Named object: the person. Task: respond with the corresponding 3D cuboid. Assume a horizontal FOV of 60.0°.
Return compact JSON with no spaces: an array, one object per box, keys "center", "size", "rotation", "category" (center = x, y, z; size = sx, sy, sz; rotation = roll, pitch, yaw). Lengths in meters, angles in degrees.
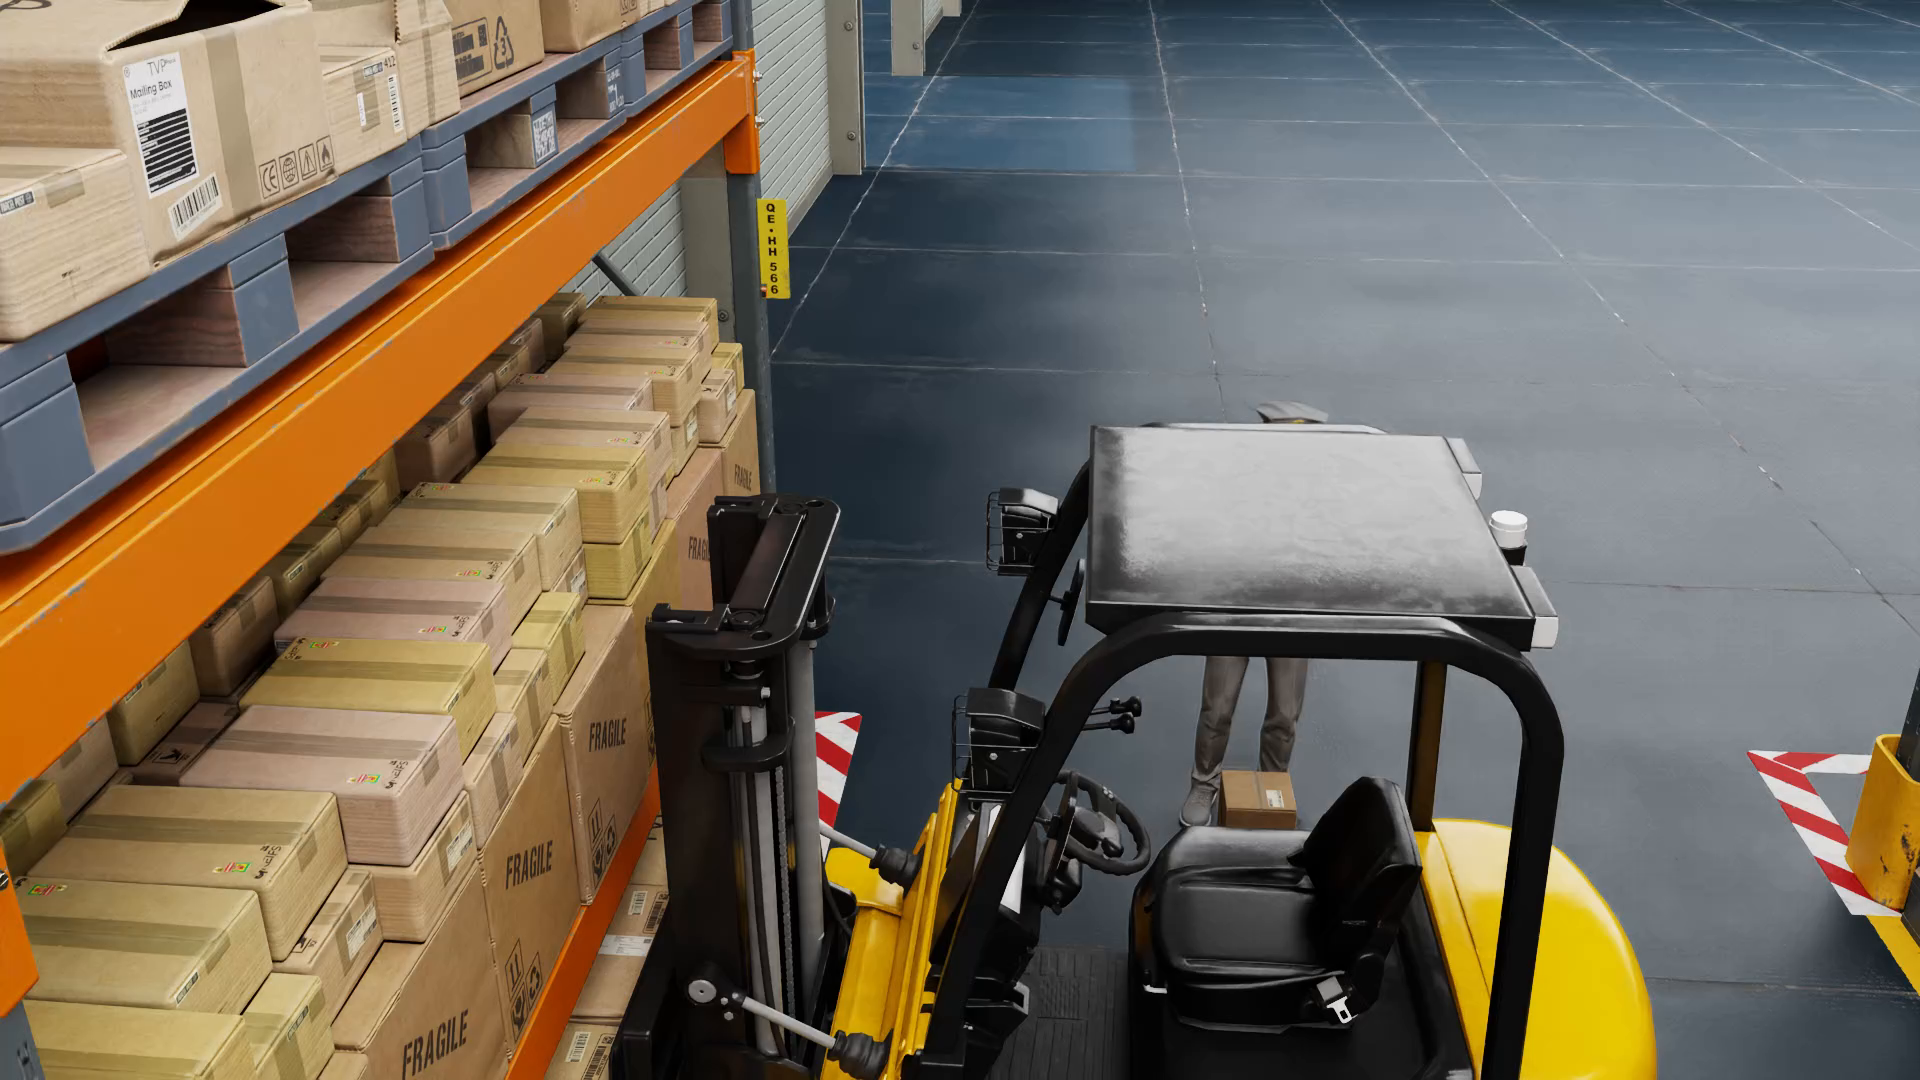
[{"center":[1.091,0.277,5.997],"size":[0.528,1.664,0.372],"rotation":[2,25,5],"category":"person"}]
